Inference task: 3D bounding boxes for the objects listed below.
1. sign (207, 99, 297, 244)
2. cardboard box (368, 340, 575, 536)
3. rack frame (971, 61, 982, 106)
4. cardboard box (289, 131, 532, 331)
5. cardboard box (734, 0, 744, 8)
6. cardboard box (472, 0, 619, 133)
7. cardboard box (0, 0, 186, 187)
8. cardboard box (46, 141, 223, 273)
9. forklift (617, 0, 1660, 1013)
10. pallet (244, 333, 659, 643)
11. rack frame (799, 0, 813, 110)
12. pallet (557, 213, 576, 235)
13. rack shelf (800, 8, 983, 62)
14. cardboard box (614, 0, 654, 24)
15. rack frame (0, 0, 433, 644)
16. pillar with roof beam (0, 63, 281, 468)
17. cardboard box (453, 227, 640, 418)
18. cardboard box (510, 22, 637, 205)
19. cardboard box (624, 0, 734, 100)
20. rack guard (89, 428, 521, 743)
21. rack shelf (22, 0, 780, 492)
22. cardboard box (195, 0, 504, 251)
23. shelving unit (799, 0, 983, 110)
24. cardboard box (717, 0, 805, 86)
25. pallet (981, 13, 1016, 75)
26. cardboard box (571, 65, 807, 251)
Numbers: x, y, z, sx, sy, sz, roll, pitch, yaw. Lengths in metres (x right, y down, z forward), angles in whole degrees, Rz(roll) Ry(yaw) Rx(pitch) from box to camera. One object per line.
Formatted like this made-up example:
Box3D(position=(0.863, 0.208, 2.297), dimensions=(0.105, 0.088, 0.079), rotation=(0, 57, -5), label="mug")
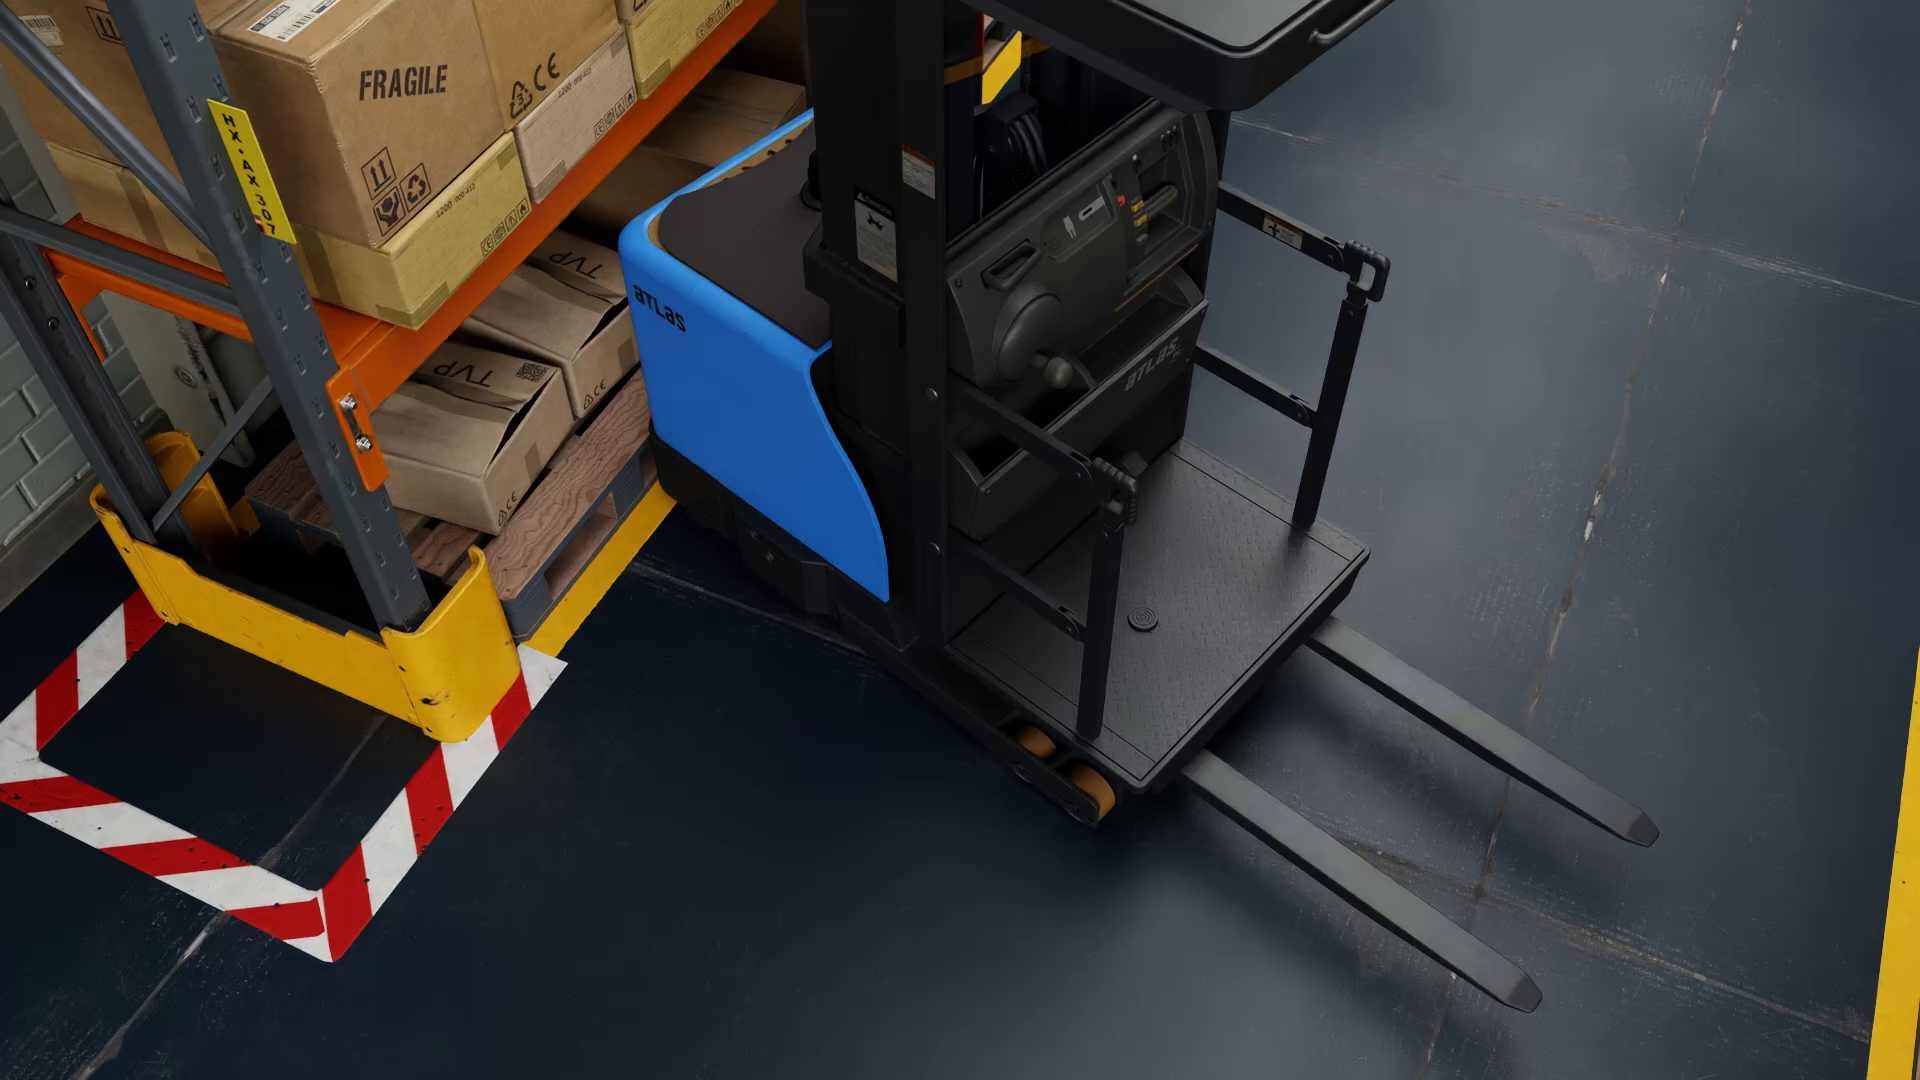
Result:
Box3D(position=(-1.421, -0.735, 3.337), dimensions=(0.100, 0.325, 0.005), rotation=(20, 52, 16), label="sign")
Box3D(position=(-1.535, -0.349, 5.054), dimensions=(0.500, 0.311, 0.500), rotation=(14, 51, 12), label="cardboard box")
Box3D(position=(-0.110, -1.861, 5.455), dimensions=(0.400, 2.100, 0.015), rotation=(19, 51, 16), label="rack frame")
Box3D(position=(-1.416, -0.821, 4.065), dimensions=(0.500, 0.250, 0.500), rotation=(18, 52, 15), label="cardboard box")
Box3D(position=(-0.766, -1.880, 4.965), dimensions=(0.500, 0.250, 0.500), rotation=(20, 53, 16), label="cardboard box")
Box3D(position=(-1.216, -1.400, 4.064), dimensions=(0.500, 0.500, 0.500), rotation=(20, 52, 16), label="cardboard box")
Box3D(position=(-1.902, -1.225, 3.916), dimensions=(0.500, 0.500, 0.500), rotation=(19, 52, 16), label="cardboard box")
Box3D(position=(-1.887, -0.973, 4.194), dimensions=(0.500, 0.250, 0.500), rotation=(20, 53, 17), label="cardboard box")
Box3D(position=(0.469, -0.629, 3.861), dimensions=(3.031, 2.935, 1.130), rotation=(34, 58, 26), label="forklift")
Box3D(position=(-1.500, -0.327, 5.390), dimensions=(1.003, 0.211, 1.213), rotation=(20, 52, 16), label="pallet")
Box3D(position=(-0.312, -1.530, 5.160), dimensions=(0.400, 2.100, 0.015), rotation=(19, 51, 16), label="rack frame")
Box3D(position=(-0.978, -1.164, 6.102), dimensions=(1.003, 0.211, 1.213), rotation=(20, 52, 16), label="pallet")
Box3D(position=(-0.211, -1.687, 5.317), dimensions=(0.431, 0.518, 0.480), rotation=(19, 51, 16), label="rack shelf")
Box3D(position=(-0.989, -1.753, 4.365), dimensions=(0.500, 0.500, 0.500), rotation=(18, 52, 15), label="cardboard box")
Box3D(position=(-1.912, -0.631, 3.817), dimensions=(1.000, 3.000, 0.127), rotation=(20, 52, 16), label="rack frame")
Box3D(position=(1.498, -1.937, 0.990), dimensions=(9.100, 9.000, 0.400), rotation=(20, 52, 16), label="pillar with roof beam")
Box3D(position=(-1.291, -0.742, 5.388), dimensions=(0.500, 0.311, 0.500), rotation=(24, 54, 19), label="cardboard box")
Box3D(position=(-1.207, -1.183, 4.373), dimensions=(0.500, 0.250, 0.500), rotation=(18, 52, 15), label="cardboard box")
Box3D(position=(-0.984, -1.532, 4.670), dimensions=(0.500, 0.250, 0.500), rotation=(19, 52, 16), label="cardboard box")
Box3D(position=(-1.879, 0.127, 4.814), dimensions=(1.175, 0.500, 0.348), rotation=(20, 52, 16), label="rack guard")
Box3D(position=(-1.057, -1.775, 5.263), dimensions=(1.077, 0.370, 4.000), rotation=(20, 52, 16), label="rack shelf")
Box3D(position=(-1.436, -1.062, 3.777), dimensions=(0.500, 0.500, 0.500), rotation=(20, 52, 16), label="cardboard box")
Box3D(position=(-0.211, -1.696, 5.307), dimensions=(0.431, 2.100, 0.503), rotation=(19, 51, 16), label="shelving unit")
Box3D(position=(-0.610, -1.990, 6.326), dimensions=(0.500, 0.500, 0.500), rotation=(16, 52, 13), label="cardboard box")
Box3D(position=(-0.458, -2.007, 6.819), dimensions=(1.003, 0.211, 1.213), rotation=(20, 52, 16), label="pallet")
Box3D(position=(-0.932, -1.292, 5.732), dimensions=(0.700, 0.500, 0.500), rotation=(17, 52, 14), label="cardboard box")
